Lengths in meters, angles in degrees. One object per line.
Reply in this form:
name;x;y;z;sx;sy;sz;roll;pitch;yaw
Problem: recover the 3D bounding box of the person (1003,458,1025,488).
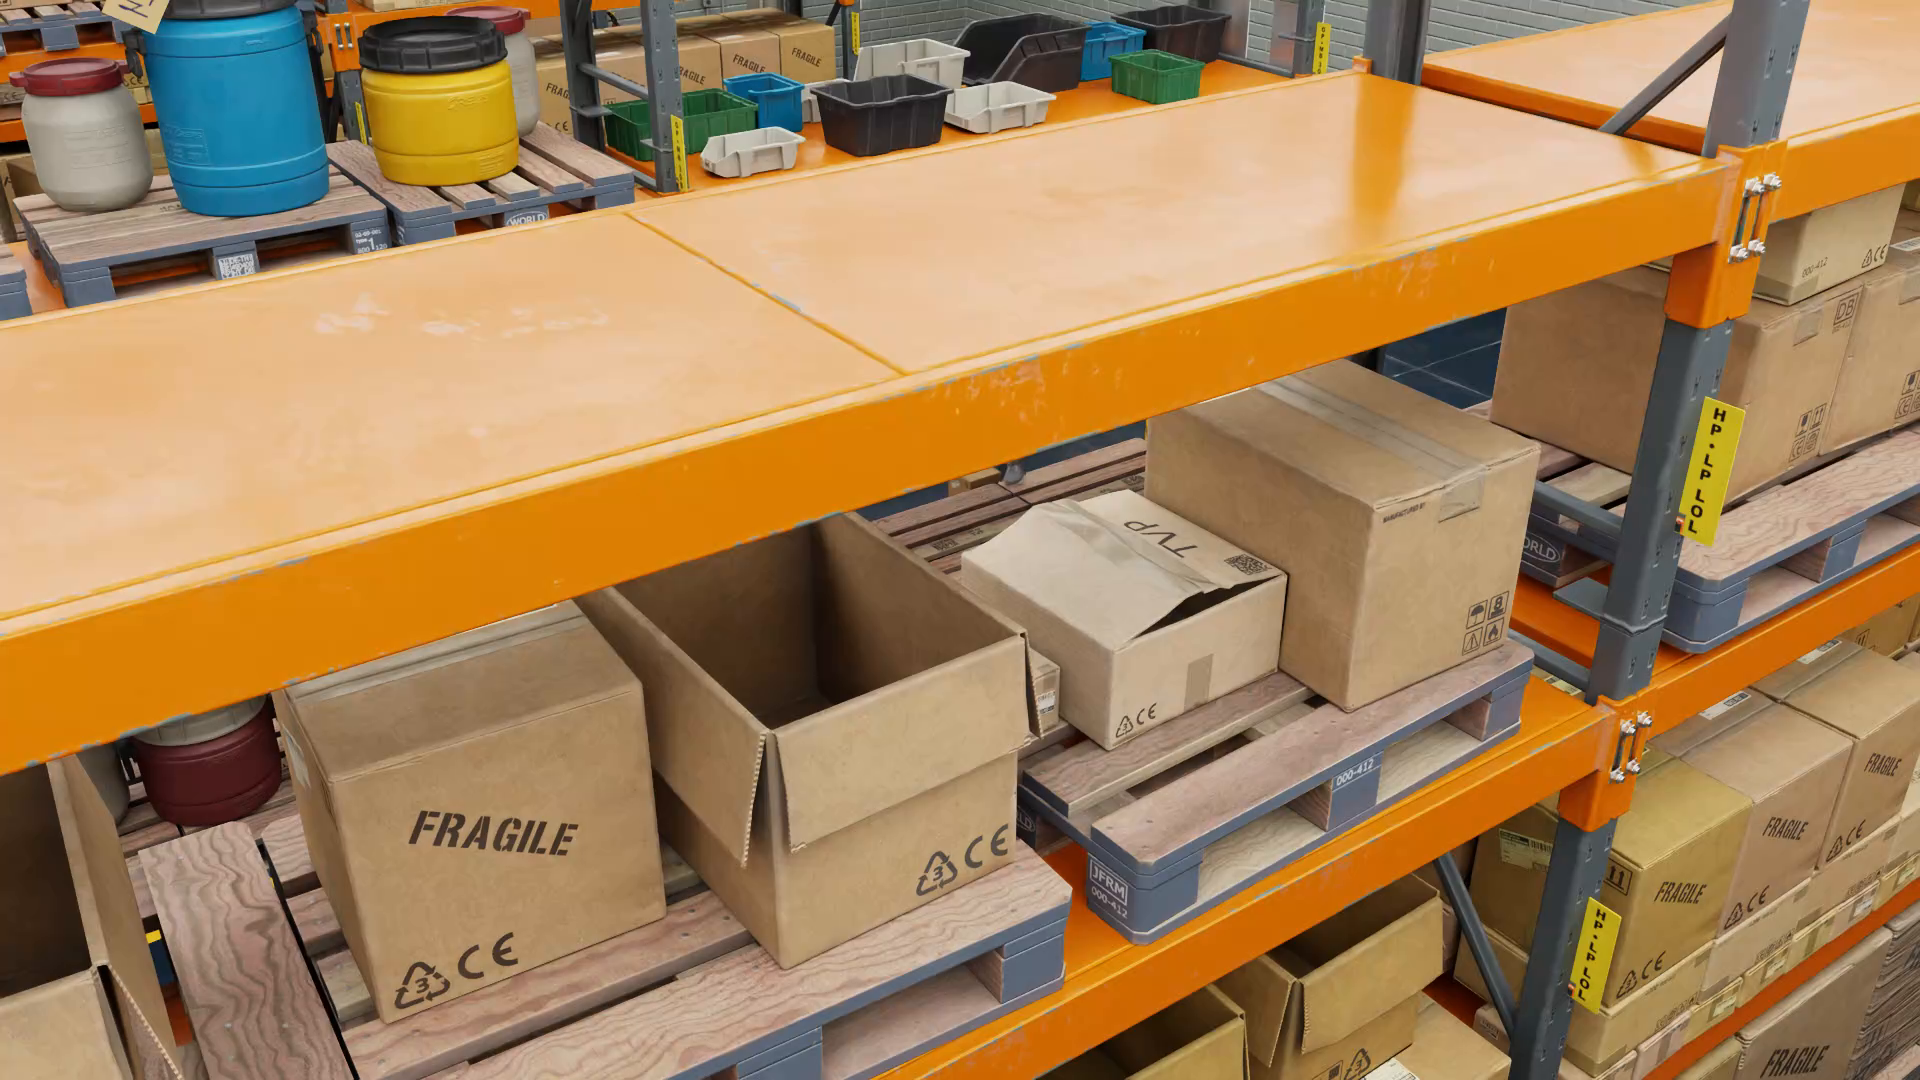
person;0.212;-1.166;10.827;0.803;1.697;0.799;15;32;26
